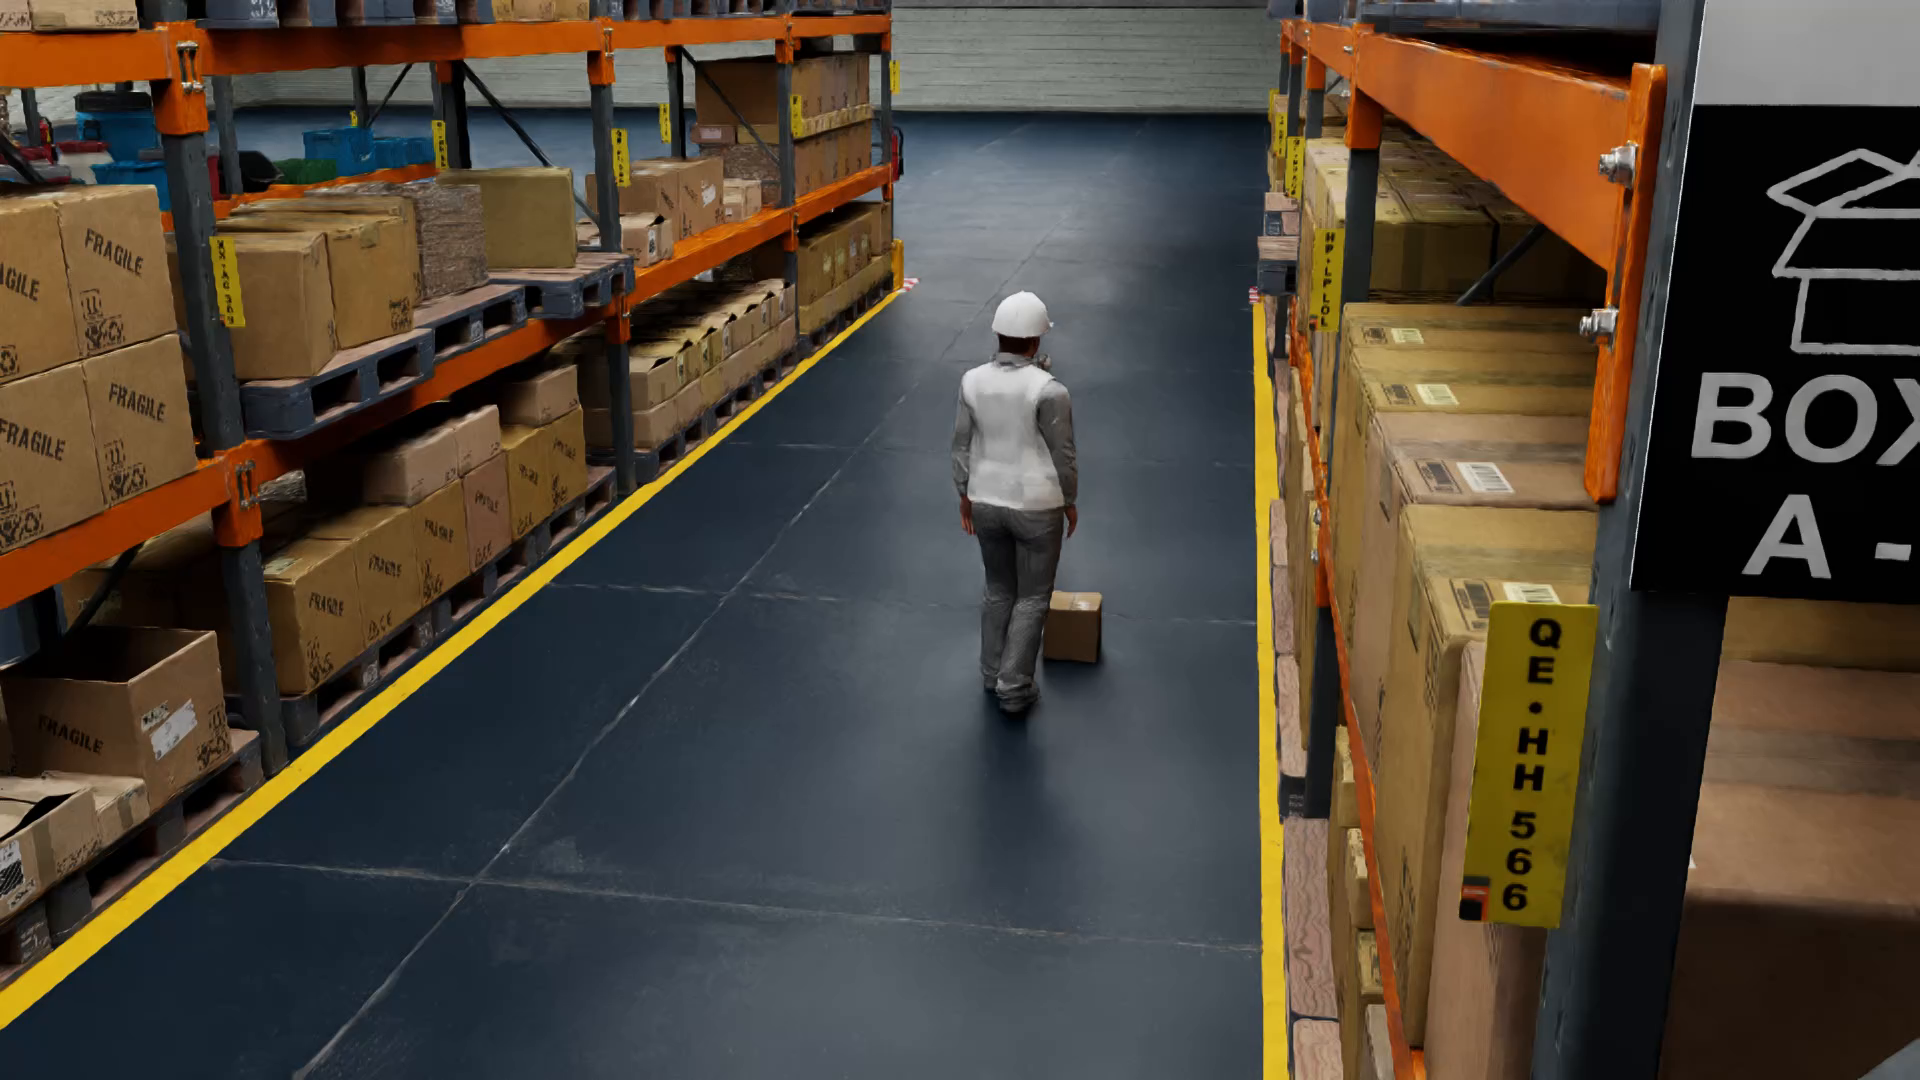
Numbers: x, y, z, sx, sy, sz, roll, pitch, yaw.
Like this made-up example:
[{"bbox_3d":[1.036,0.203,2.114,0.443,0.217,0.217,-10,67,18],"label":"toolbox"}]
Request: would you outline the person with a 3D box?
[{"bbox_3d":[0.249,-0.166,6.999,0.557,1.775,0.530,11,21,30],"label":"person"}]
